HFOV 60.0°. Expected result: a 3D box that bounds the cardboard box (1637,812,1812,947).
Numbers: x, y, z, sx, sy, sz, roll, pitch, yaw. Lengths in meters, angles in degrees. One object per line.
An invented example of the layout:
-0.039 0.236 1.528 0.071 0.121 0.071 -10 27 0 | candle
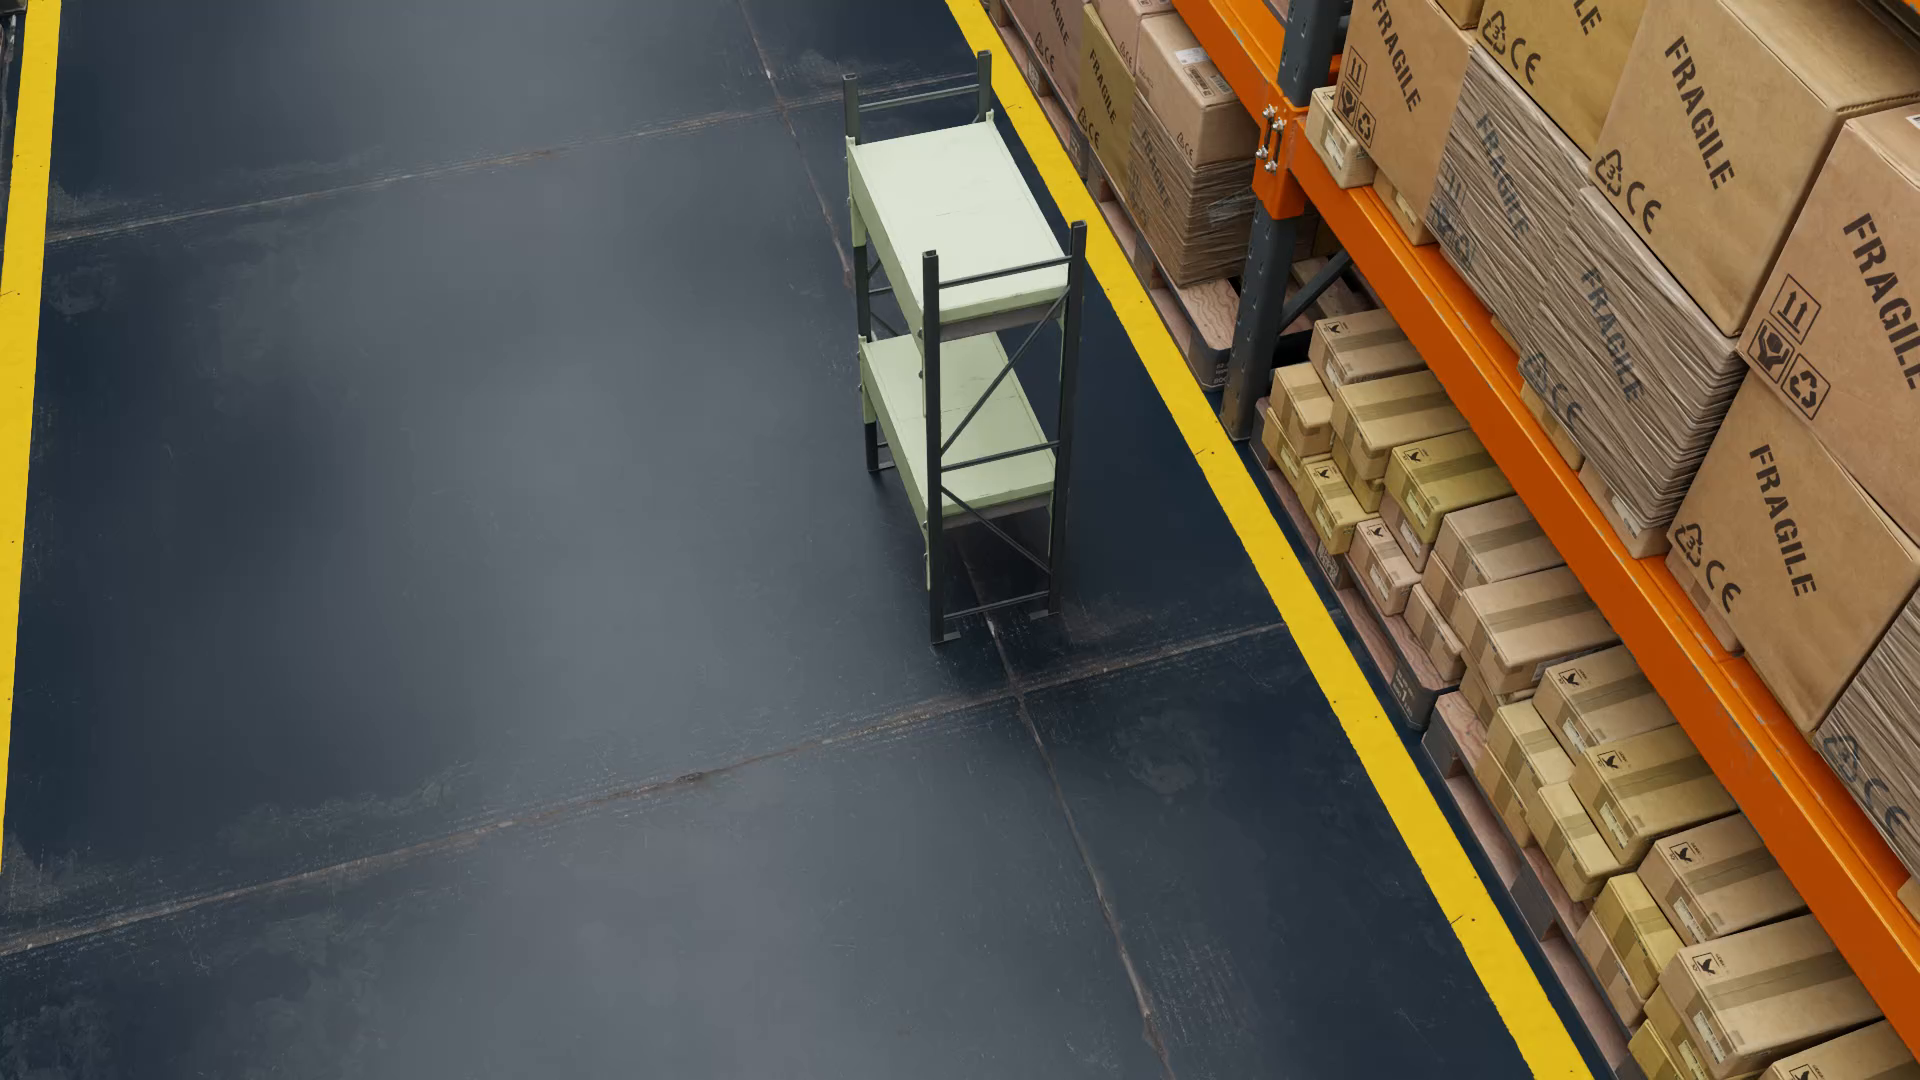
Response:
1.812 0.779 3.833 0.380 0.149 0.250 -15 51 -12 | cardboard box

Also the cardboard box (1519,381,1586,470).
1.500 -0.328 3.729 0.380 0.149 0.250 -12 51 -10 | cardboard box

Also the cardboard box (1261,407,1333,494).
1.167 -0.322 5.149 0.380 0.149 0.250 -15 52 -13 | cardboard box

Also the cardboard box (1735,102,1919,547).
1.704 -0.384 2.698 0.500 0.500 0.500 -15 51 -12 | cardboard box

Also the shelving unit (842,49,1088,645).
-0.002 -0.488 4.681 0.431 1.500 0.755 -13 51 -11 | shelving unit

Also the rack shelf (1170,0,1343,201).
0.774 -2.673 6.012 1.077 0.370 4.000 -13 51 -11 | rack shelf

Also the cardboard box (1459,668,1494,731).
1.604 0.405 4.536 0.380 0.149 0.250 -15 52 -13 | cardboard box

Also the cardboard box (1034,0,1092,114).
0.607 -2.007 6.341 0.500 0.500 0.500 -14 51 -12 | cardboard box

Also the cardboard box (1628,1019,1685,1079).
1.804 1.197 3.869 0.380 0.149 0.250 -15 52 -13 | cardboard box

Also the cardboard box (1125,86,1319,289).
0.906 -1.257 5.708 0.500 0.500 0.500 -14 51 -12 | cardboard box

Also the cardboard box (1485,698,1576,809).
1.584 0.518 4.247 0.380 0.149 0.250 -14 51 -11 | cardboard box

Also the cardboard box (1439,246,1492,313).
1.413 -0.727 4.065 0.380 0.149 0.250 -15 52 -13 | cardboard box

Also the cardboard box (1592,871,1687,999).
1.741 0.899 3.926 0.380 0.149 0.250 -11 51 -9 | cardboard box

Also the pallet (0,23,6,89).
-4.355 -1.681 6.529 1.003 0.211 1.213 -13 51 -11 | pallet

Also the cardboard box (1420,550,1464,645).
1.511 0.113 4.588 0.380 0.149 0.250 -16 52 -13 | cardboard box

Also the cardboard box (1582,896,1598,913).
1.740 0.791 4.211 0.380 0.149 0.250 -12 51 -10 | cardboard box

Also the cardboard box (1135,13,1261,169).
0.904 -1.502 5.424 0.500 0.250 0.500 -15 51 -12 | cardboard box

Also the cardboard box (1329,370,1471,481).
1.295 -0.339 4.775 0.380 0.149 0.250 -11 51 -9 | cardboard box

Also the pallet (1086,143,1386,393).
1.134 -1.113 6.050 1.003 0.211 1.213 -13 51 -11 | pallet

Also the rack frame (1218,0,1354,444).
1.366 -1.444 4.505 1.000 3.000 0.127 -13 51 -11 | rack frame

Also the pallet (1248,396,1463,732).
1.598 -0.062 5.165 1.003 0.211 1.213 -13 51 -11 | pallet

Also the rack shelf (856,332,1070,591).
-0.002 -0.278 4.930 0.431 0.370 0.720 -13 51 -11 | rack shelf

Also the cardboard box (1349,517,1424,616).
1.368 0.043 4.842 0.380 0.149 0.250 -14 51 -11 | cardboard box

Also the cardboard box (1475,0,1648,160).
1.434 -1.134 3.330 0.500 0.500 0.500 -15 51 -12 | cardboard box

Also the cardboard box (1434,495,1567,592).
1.515 0.020 4.472 0.380 0.149 0.250 -15 51 -12 | cardboard box

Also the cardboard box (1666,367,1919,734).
1.726 -0.032 3.055 0.500 0.500 0.500 -11 51 -9 | cardboard box

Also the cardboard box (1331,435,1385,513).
1.328 -0.254 4.898 0.380 0.149 0.250 -13 51 -11 | cardboard box

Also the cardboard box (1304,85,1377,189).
1.137 -1.082 4.364 0.380 0.149 0.250 -12 51 -10 | cardboard box

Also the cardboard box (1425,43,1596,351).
1.425 -0.793 3.697 0.500 0.500 0.500 -13 51 -11 | cardboard box

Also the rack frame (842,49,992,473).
-0.110 -0.756 4.906 0.400 1.500 0.023 -13 51 -11 | rack frame

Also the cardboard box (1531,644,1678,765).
1.672 0.405 4.148 0.380 0.149 0.250 -15 52 -12 | cardboard box

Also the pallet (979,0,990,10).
0.413 -2.895 7.553 1.003 0.211 1.213 -13 51 -11 | pallet

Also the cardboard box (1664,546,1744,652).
1.696 0.054 3.407 0.380 0.149 0.250 -12 51 -10 | cardboard box

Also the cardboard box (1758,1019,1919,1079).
1.917 1.180 3.494 0.380 0.149 0.250 -15 52 -12 | cardboard box

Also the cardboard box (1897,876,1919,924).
1.908 0.634 2.918 0.380 0.149 0.250 -15 52 -13 | cardboard box
